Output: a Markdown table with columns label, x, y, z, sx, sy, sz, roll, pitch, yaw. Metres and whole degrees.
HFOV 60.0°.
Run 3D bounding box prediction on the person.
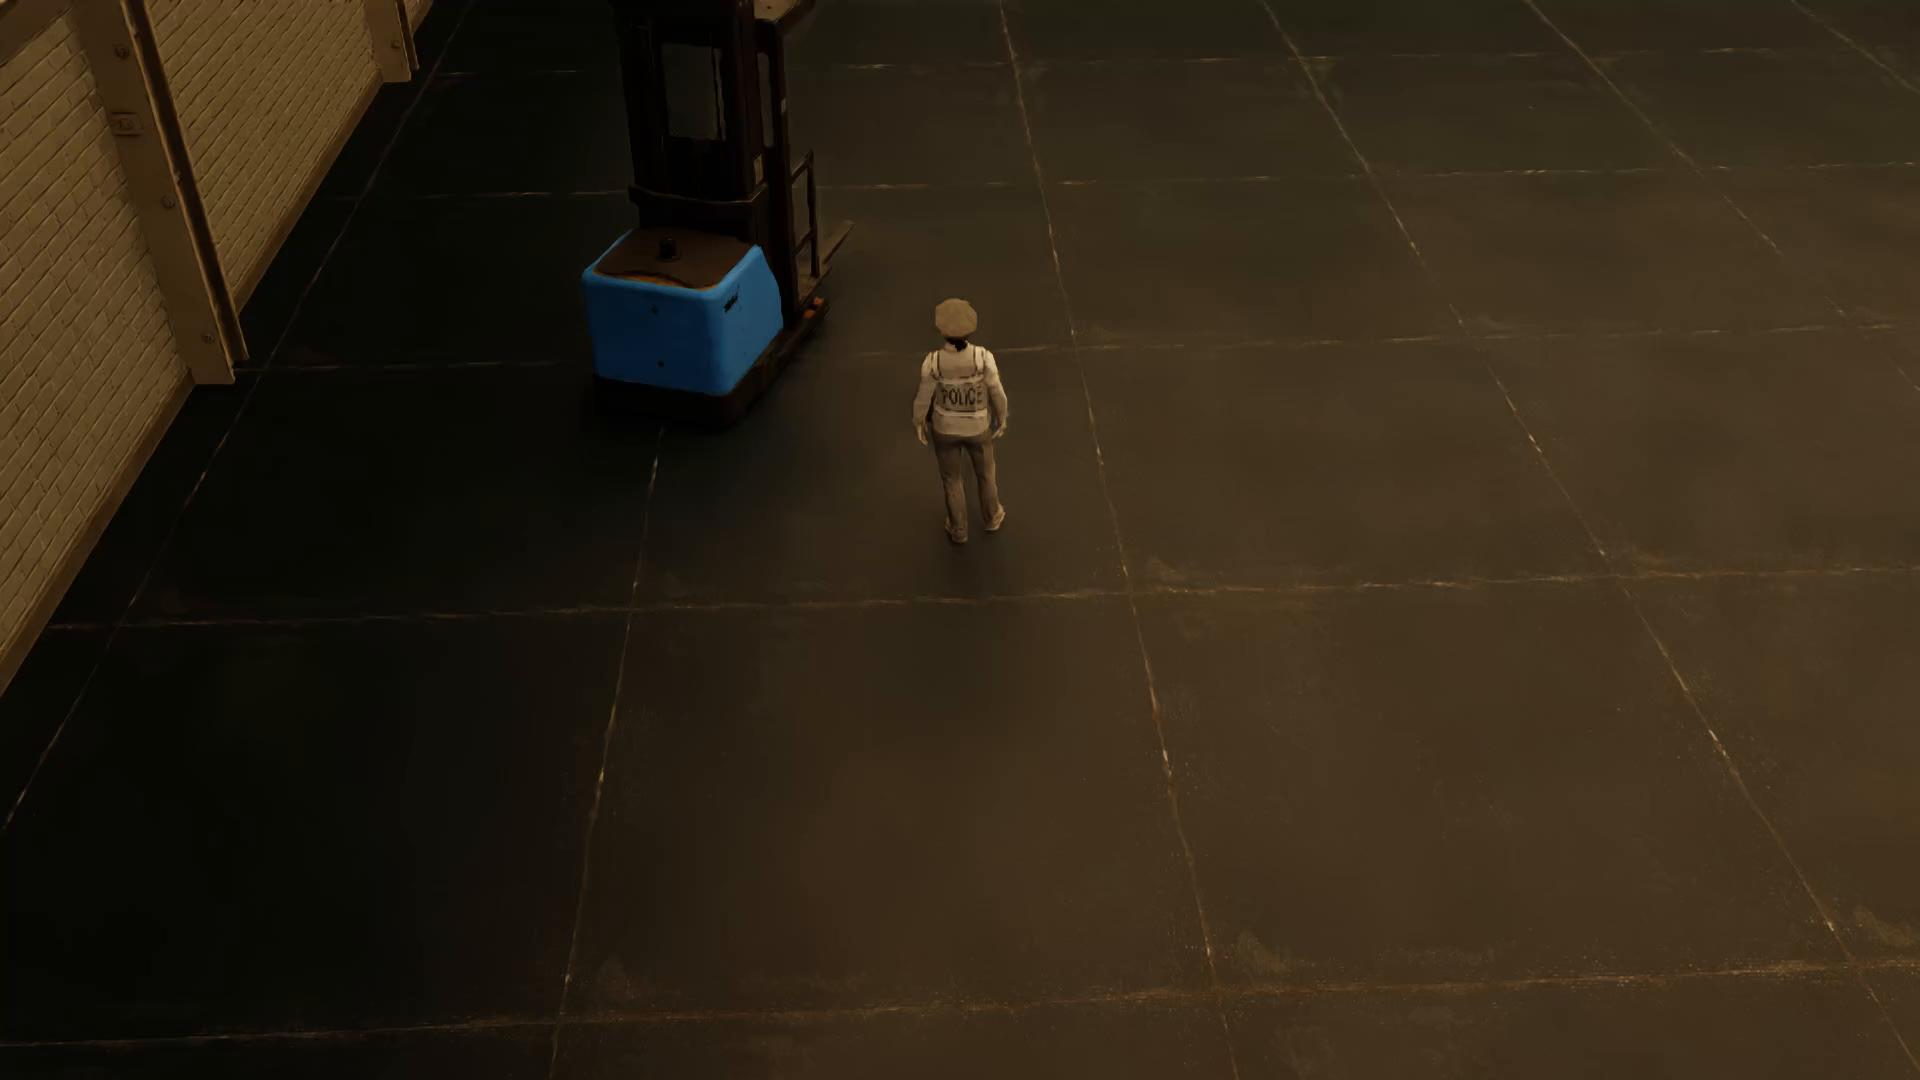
| label | x | y | z | sx | sy | sz | roll | pitch | yaw |
| --- | --- | --- | --- | --- | --- | --- | --- | --- | --- |
| person | 0.004 | -0.731 | 10.052 | 0.586 | 1.695 | 0.533 | -2 | 36 | -2 |

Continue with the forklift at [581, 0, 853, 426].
| label | x | y | z | sx | sy | sz | roll | pitch | yaw |
| --- | --- | --- | --- | --- | --- | --- | --- | --- | --- |
| forklift | -1.644 | -2.839 | 11.909 | 1.130 | 2.935 | 3.031 | 10 | 37 | 14 |
